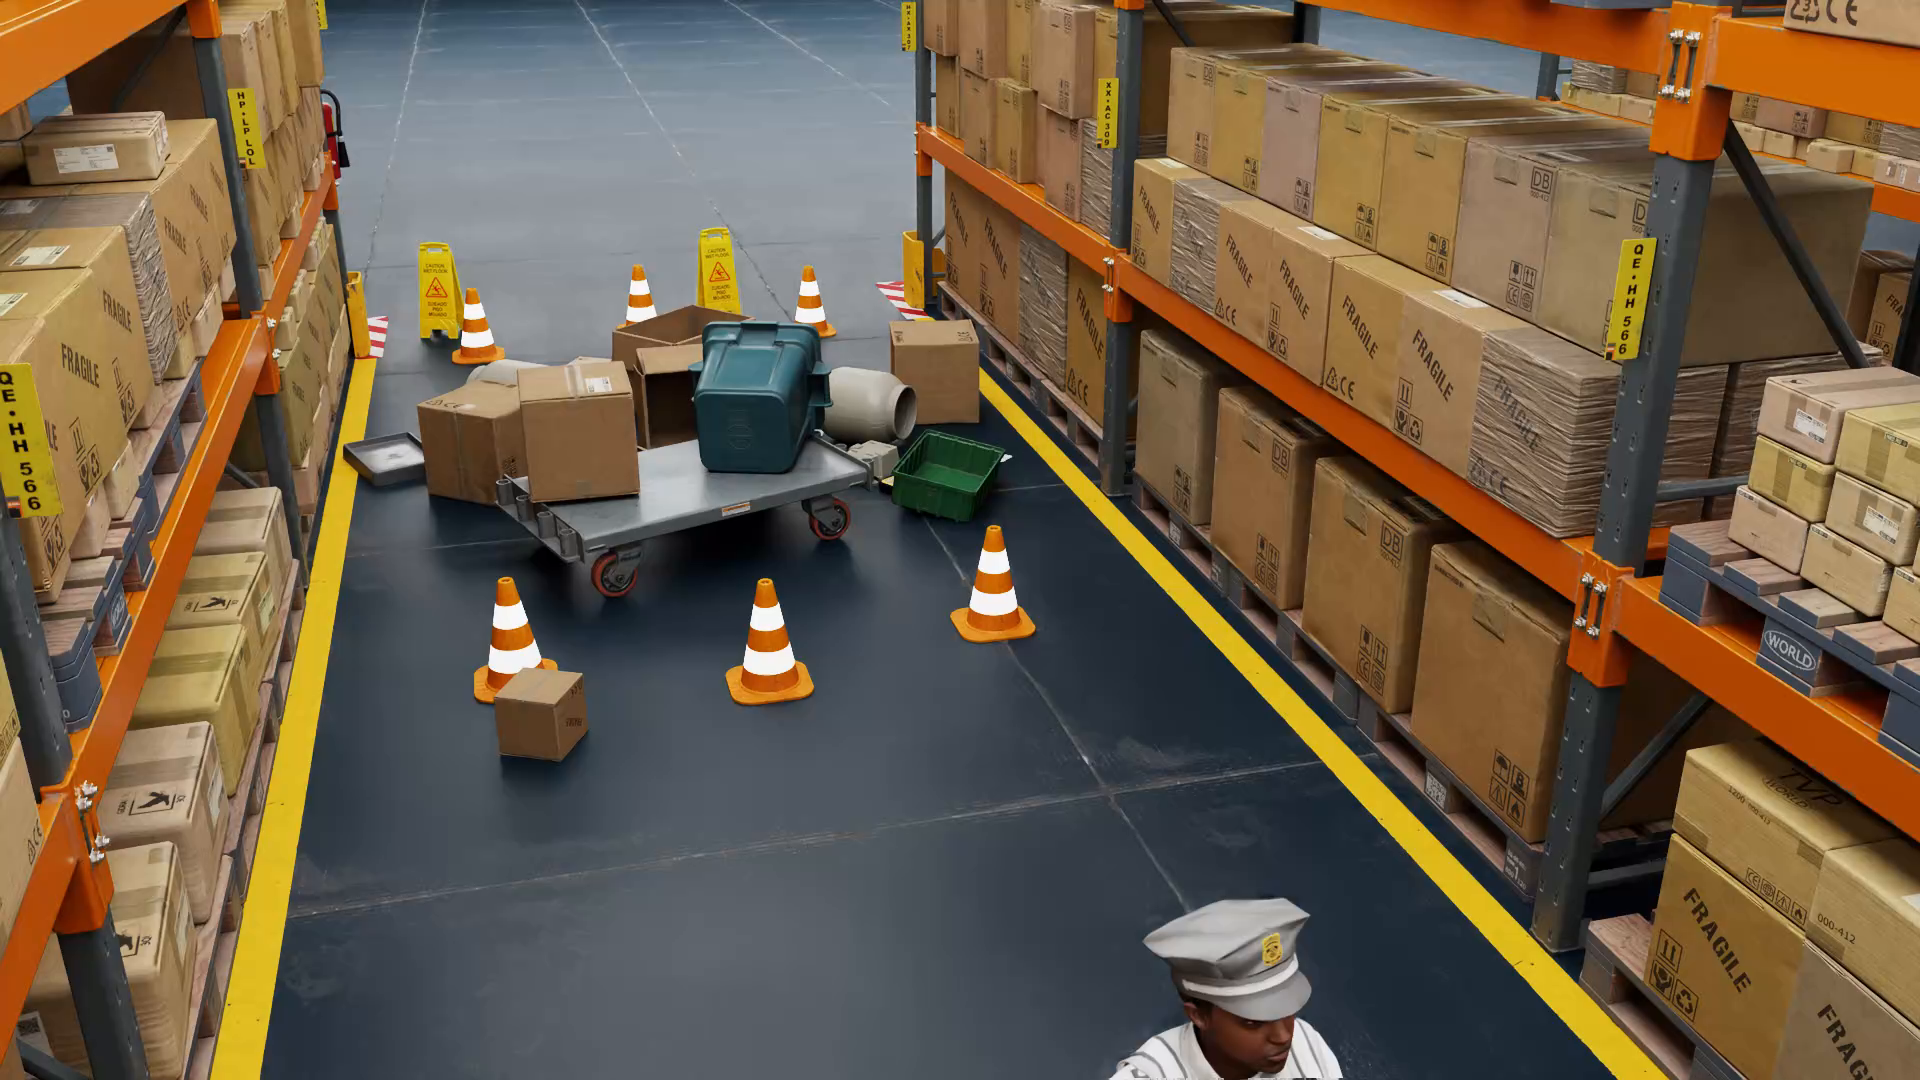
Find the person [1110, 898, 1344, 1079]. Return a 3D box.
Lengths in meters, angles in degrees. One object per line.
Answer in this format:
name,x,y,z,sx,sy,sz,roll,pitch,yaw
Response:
person,0.463,1.387,2.844,0.484,1.756,0.503,-9,25,-20
